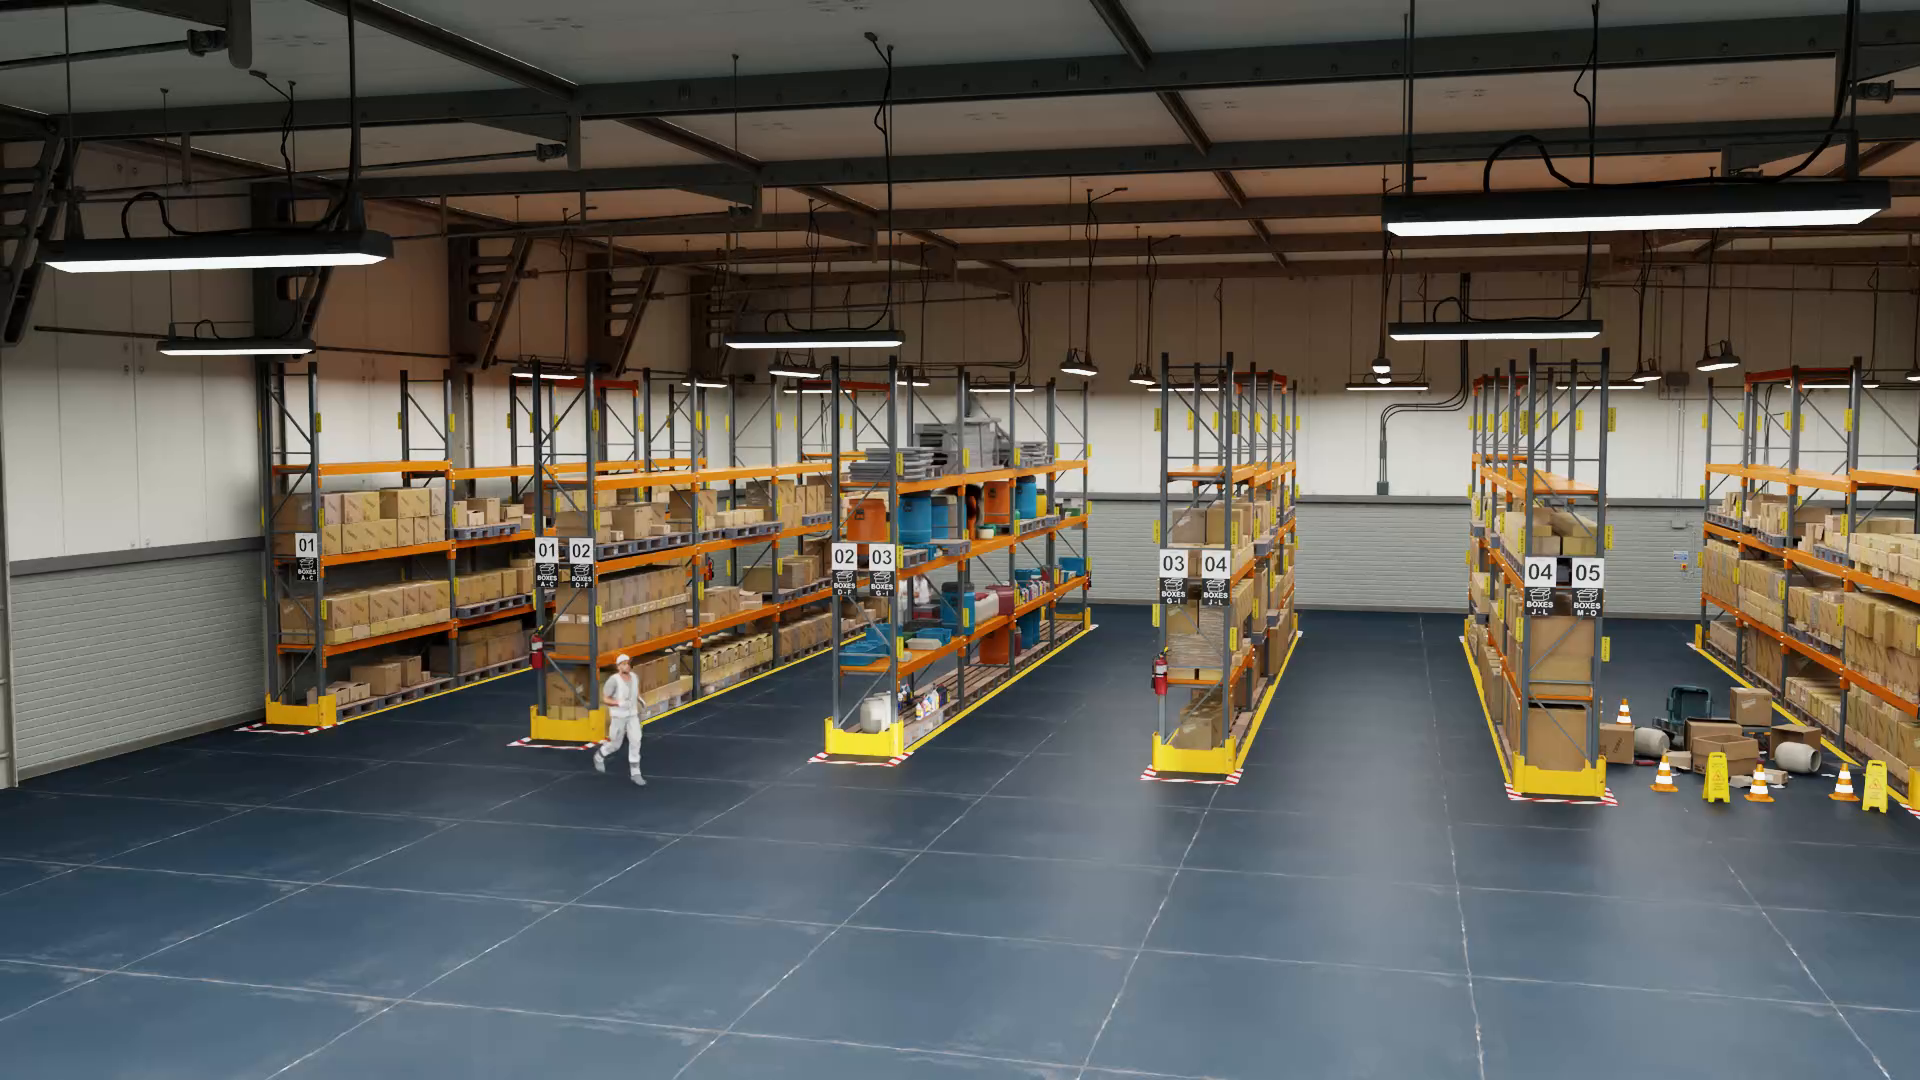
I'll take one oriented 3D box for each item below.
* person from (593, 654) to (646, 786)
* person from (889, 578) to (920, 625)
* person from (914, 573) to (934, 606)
[{"bbox_3d":[-4.715,2.476,23.212,0.669,1.794,0.991,-4,6,-44],"label":"person"},{"bbox_3d":[-1.154,1.425,34.161,0.662,1.822,0.925,1,4,8],"label":"person"},{"bbox_3d":[-0.932,1.436,38.343,0.660,1.738,0.728,0,4,2],"label":"person"}]
